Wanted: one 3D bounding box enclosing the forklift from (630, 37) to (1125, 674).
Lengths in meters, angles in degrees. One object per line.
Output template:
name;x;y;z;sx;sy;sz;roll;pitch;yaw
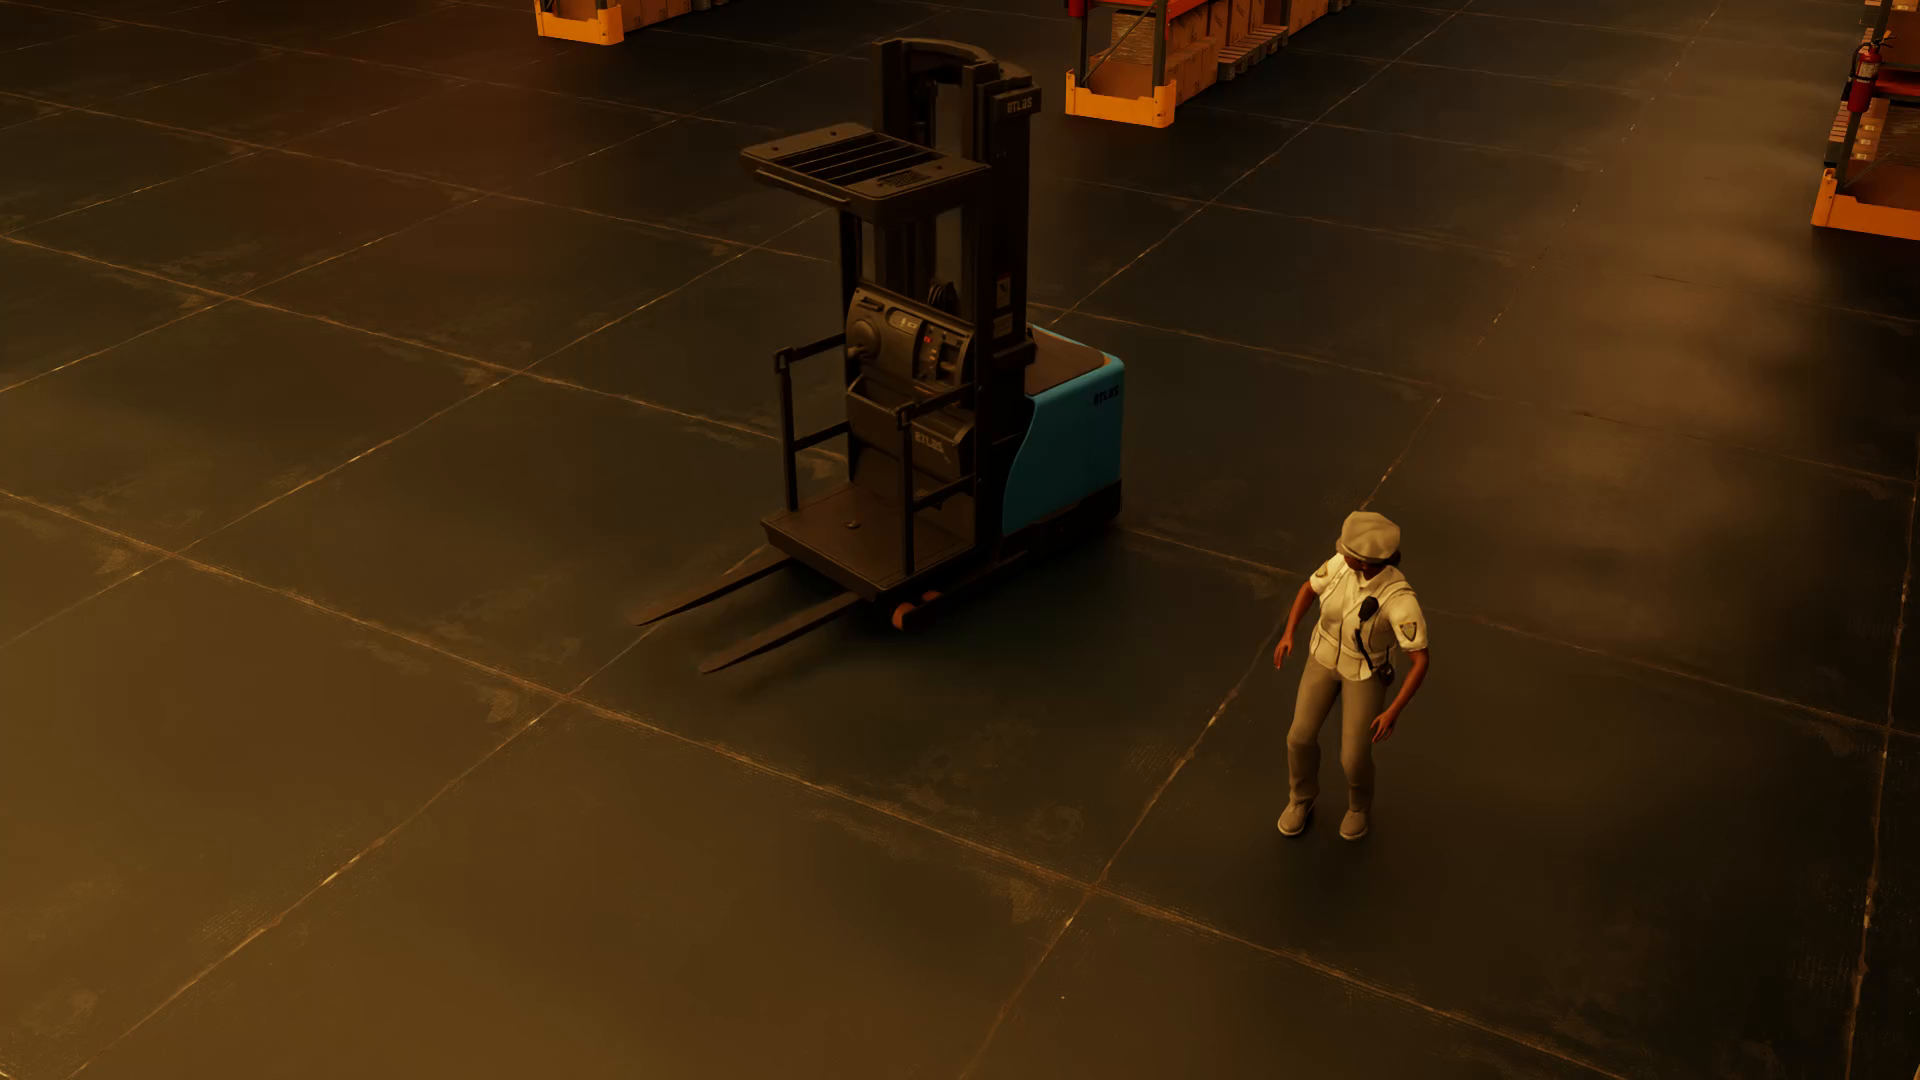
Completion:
forklift;-0.433;-1.050;8.891;3.031;2.935;1.130;-26;39;-37

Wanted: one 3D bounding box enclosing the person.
person;1.728;0.614;7.345;0.678;1.626;0.494;24;38;36
